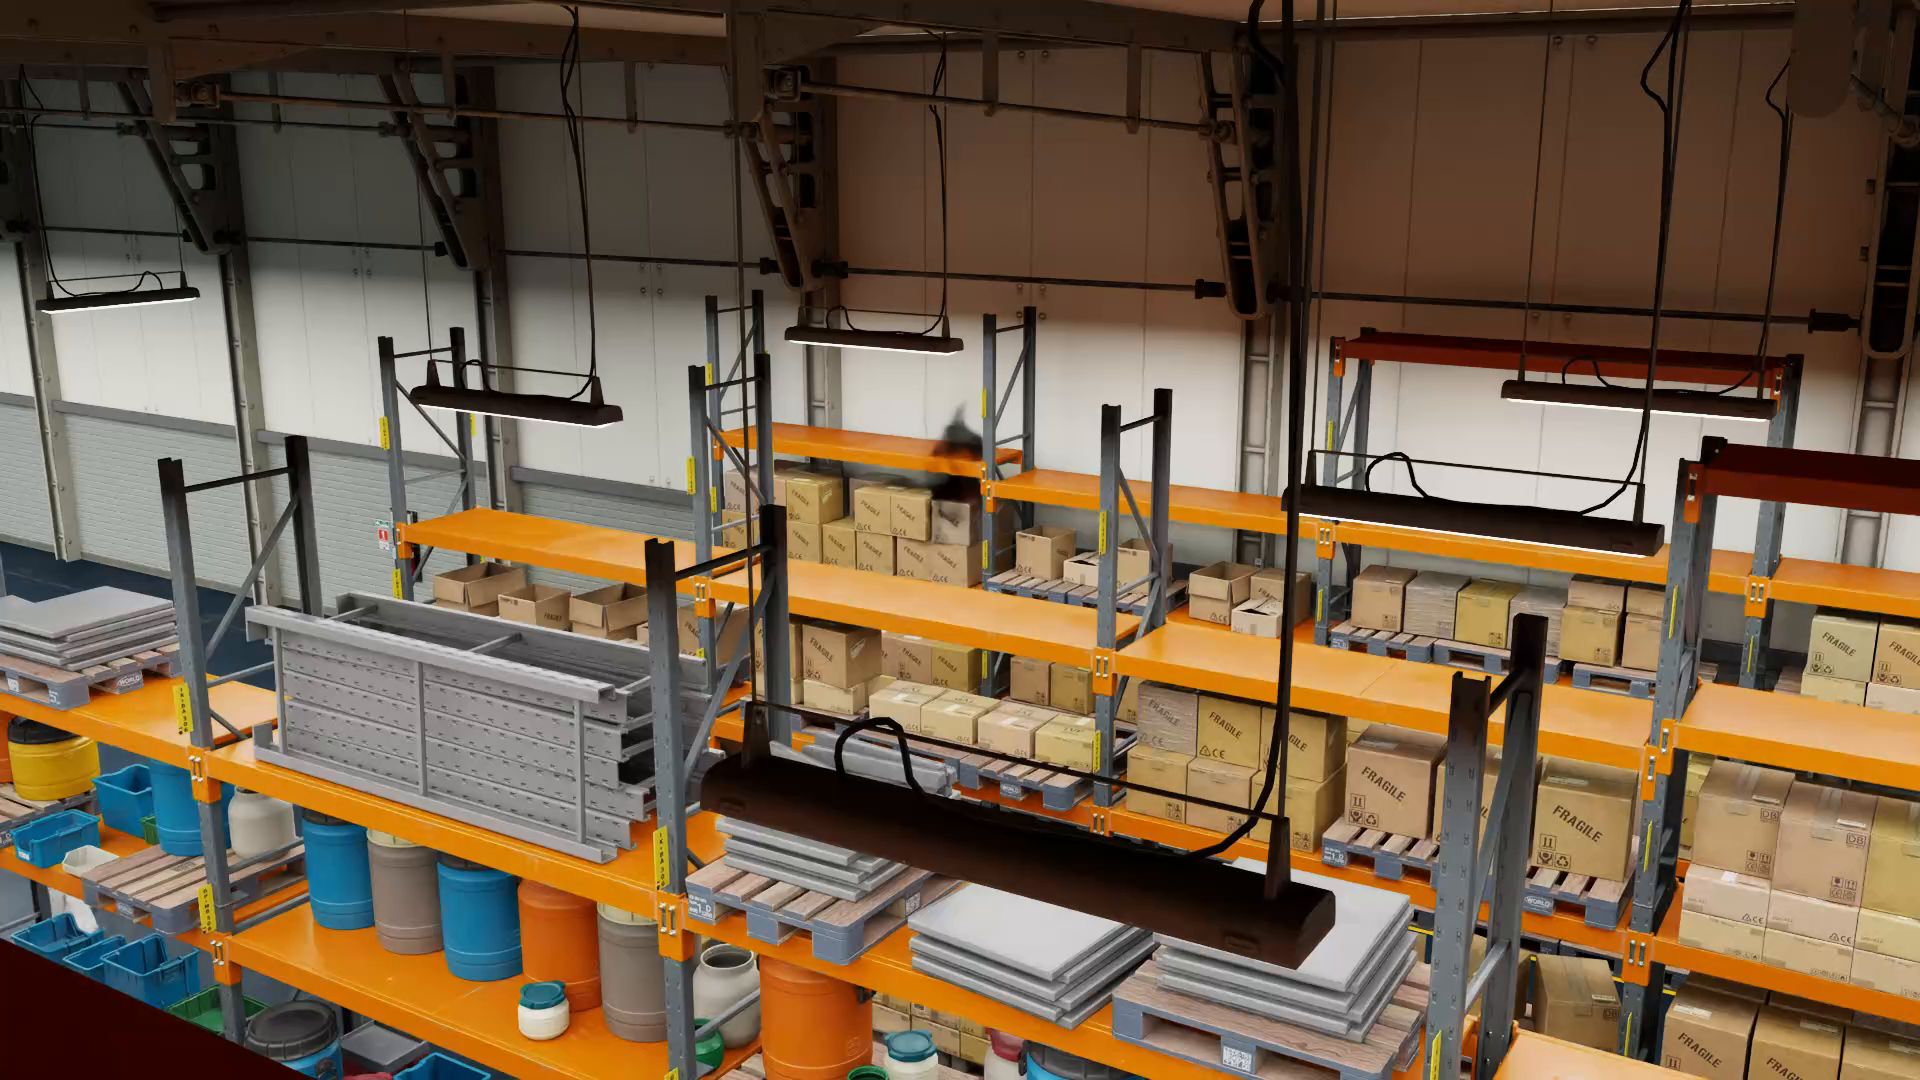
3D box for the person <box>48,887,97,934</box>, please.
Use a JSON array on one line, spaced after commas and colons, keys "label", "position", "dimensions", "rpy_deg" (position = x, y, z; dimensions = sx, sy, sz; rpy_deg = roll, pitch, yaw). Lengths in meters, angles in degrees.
[{"label": "person", "position": [-8.152, 3.601, 15.138], "dimensions": [0.597, 1.746, 0.700], "rpy_deg": [1, 14, 5]}]
